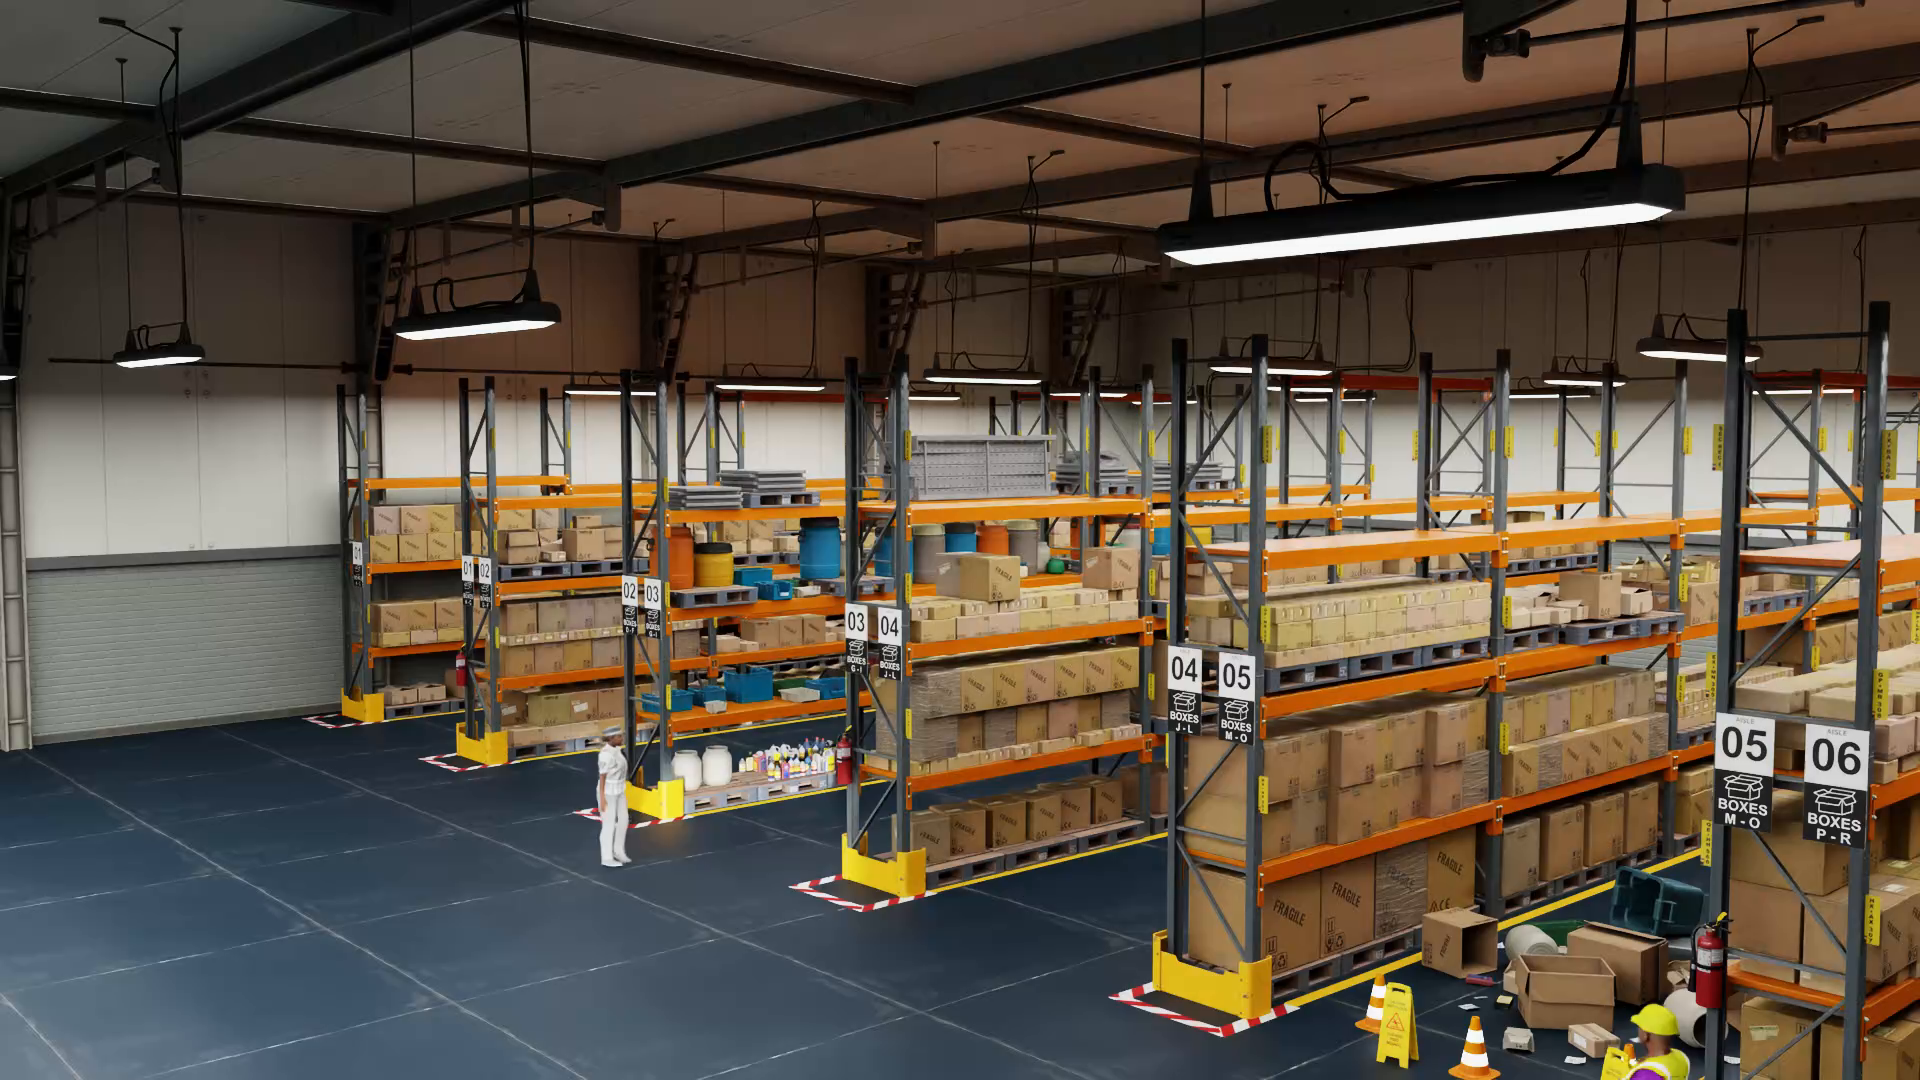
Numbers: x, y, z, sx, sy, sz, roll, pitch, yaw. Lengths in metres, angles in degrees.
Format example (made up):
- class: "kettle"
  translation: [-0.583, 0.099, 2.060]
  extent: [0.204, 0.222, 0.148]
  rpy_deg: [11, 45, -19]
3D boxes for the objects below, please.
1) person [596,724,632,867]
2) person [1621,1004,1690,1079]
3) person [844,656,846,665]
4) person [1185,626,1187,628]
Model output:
- class: "person"
  translation: [-4.142, 3.054, 19.809]
  extent: [0.347, 1.732, 0.539]
  rpy_deg: [1, 4, 13]
- class: "person"
  translation: [4.062, 3.646, 9.930]
  extent: [0.523, 1.792, 0.594]
  rpy_deg: [2, 4, 22]
- class: "person"
  translation: [-2.156, 2.002, 34.464]
  extent: [0.567, 1.628, 0.493]
  rpy_deg: [0, 4, -2]
- class: "person"
  translation: [4.497, 2.087, 34.084]
  extent: [0.707, 1.657, 0.516]
  rpy_deg: [-4, 5, -44]
